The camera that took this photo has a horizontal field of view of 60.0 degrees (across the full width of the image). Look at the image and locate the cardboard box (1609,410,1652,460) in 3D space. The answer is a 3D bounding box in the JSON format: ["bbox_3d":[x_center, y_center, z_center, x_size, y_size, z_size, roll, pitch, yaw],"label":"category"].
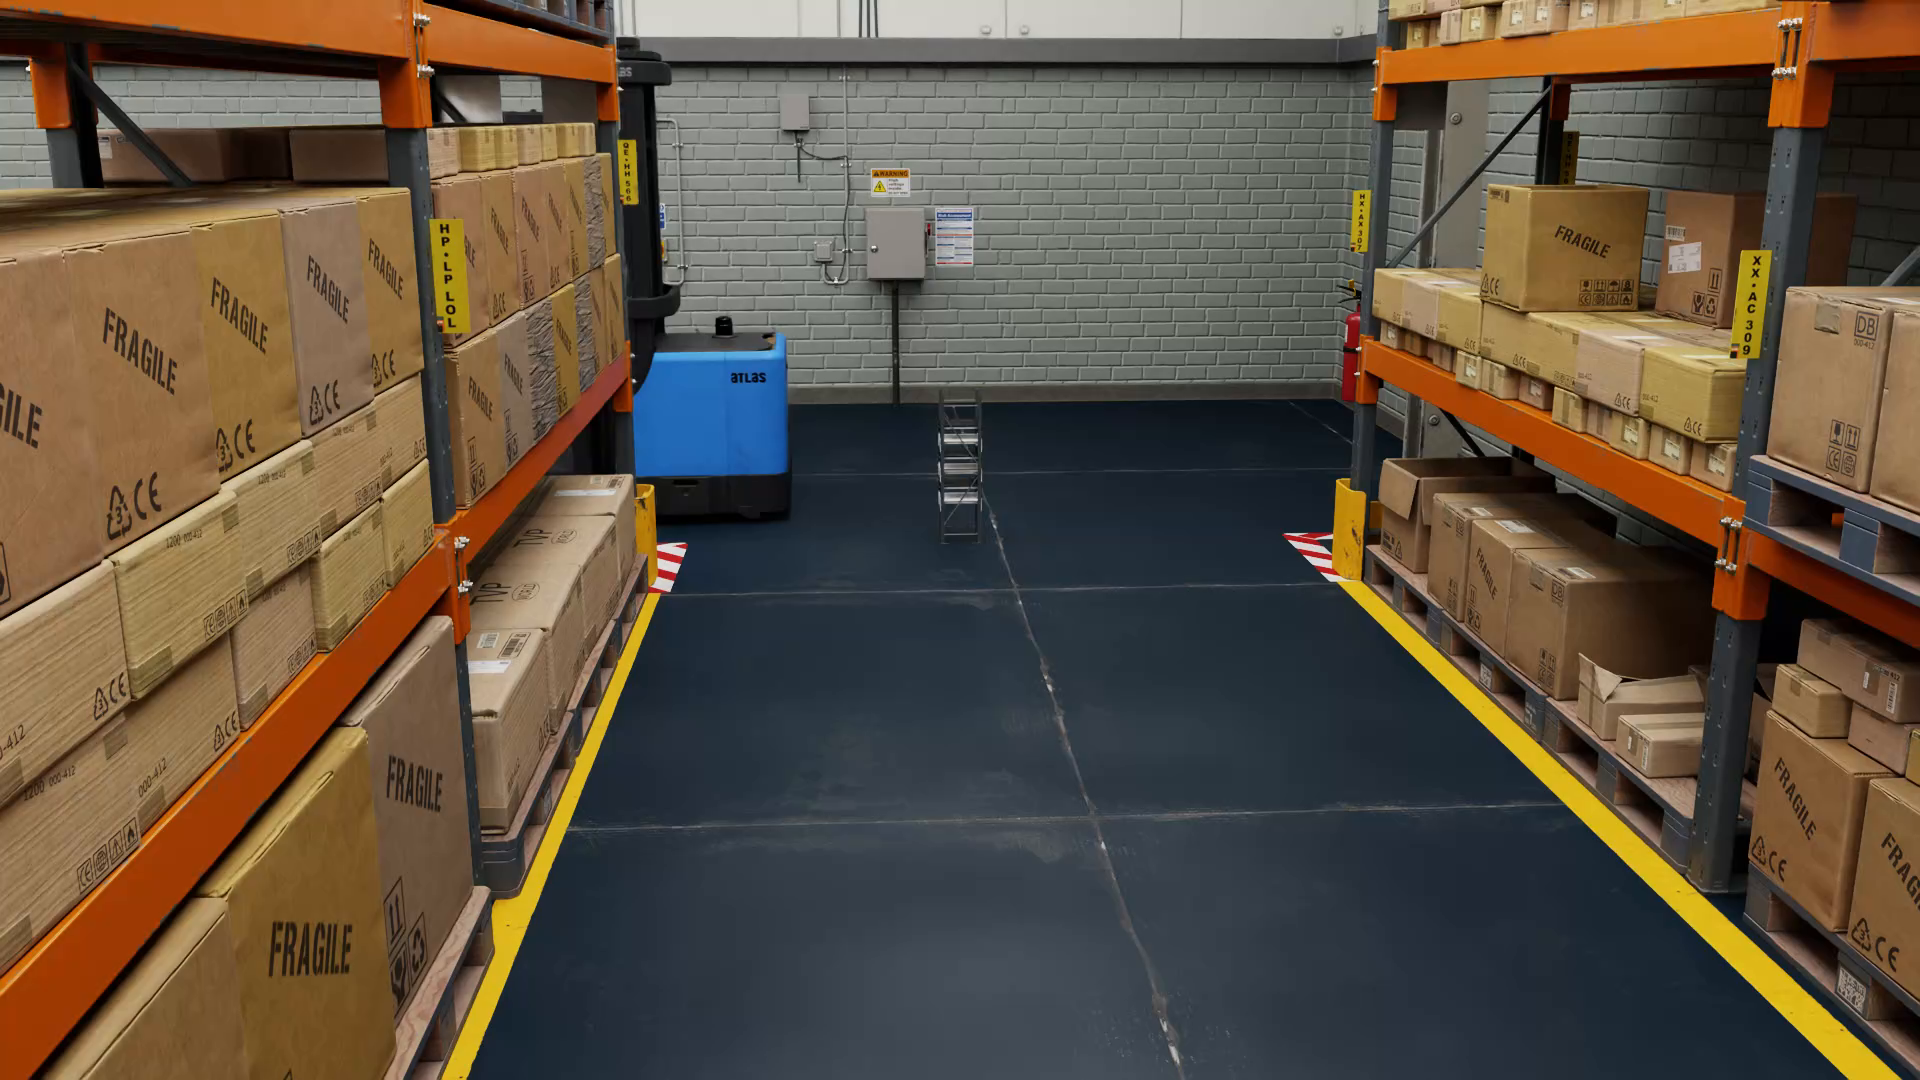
[{"bbox_3d":[2.590,-0.386,6.012,0.380,0.149,0.250,-1,14,-2],"label":"cardboard box"}]

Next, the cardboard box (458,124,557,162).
[{"bbox_3d":[-1.906,-1.665,6.969,0.380,0.149,0.250,-1,14,-2],"label":"cardboard box"}]

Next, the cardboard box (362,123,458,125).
[{"bbox_3d":[-2.527,-1.845,7.667,0.380,0.149,0.250,0,14,-2],"label":"cardboard box"}]

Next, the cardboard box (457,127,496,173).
[{"bbox_3d":[-1.819,-1.345,5.724,0.380,0.149,0.250,-1,14,-4],"label":"cardboard box"}]

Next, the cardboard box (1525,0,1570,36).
[{"bbox_3d":[2.498,-2.102,6.661,0.380,0.149,0.250,-1,14,-2],"label":"cardboard box"}]

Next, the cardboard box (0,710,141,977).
[{"bbox_3d":[-1.622,0.458,2.529,0.500,0.250,0.500,0,14,-2],"label":"cardboard box"}]

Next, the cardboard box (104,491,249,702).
[{"bbox_3d":[-1.619,0.090,2.954,0.500,0.250,0.500,-1,14,-2],"label":"cardboard box"}]

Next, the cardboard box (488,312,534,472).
[{"bbox_3d":[-1.809,-0.521,5.829,0.500,0.500,0.500,-1,14,-3],"label":"cardboard box"}]

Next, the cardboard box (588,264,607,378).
[{"bbox_3d":[-1.952,-1.029,7.803,0.500,0.500,0.500,-1,14,-5],"label":"cardboard box"}]

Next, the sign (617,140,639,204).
[{"bbox_3d":[-1.719,-1.901,8.598,0.100,0.325,0.005,-1,14,-3],"label":"sign"}]

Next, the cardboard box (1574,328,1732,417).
[{"bbox_3d":[2.619,-0.622,6.130,0.500,0.250,0.500,-1,14,-3],"label":"cardboard box"}]

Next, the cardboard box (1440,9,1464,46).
[{"bbox_3d":[2.434,-2.354,7.641,0.380,0.149,0.250,-1,14,-2],"label":"cardboard box"}]

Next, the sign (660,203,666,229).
[{"bbox_3d":[-2.687,-2.768,14.224,0.327,0.218,0.001,-1,14,-3],"label":"sign"}]

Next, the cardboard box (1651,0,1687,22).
[{"bbox_3d":[2.603,-1.848,5.672,0.380,0.149,0.250,0,14,-2],"label":"cardboard box"}]

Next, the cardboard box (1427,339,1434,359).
[{"bbox_3d":[2.551,-0.964,8.256,0.380,0.149,0.250,-1,14,-4],"label":"cardboard box"}]

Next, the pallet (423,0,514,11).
[{"bbox_3d":[-2.054,-1.840,5.315,1.003,0.211,1.213,-1,14,-3],"label":"pallet"}]

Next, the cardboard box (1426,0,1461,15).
[{"bbox_3d":[2.499,-2.582,7.726,0.500,0.250,0.500,-1,14,-2],"label":"cardboard box"}]

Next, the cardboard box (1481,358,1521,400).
[{"bbox_3d":[2.505,-0.705,7.249,0.380,0.149,0.250,-1,14,-2],"label":"cardboard box"}]

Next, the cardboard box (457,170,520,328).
[{"bbox_3d":[-1.827,-1.007,5.712,0.500,0.500,0.500,-1,14,-4],"label":"cardboard box"}]

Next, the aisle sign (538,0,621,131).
[{"bbox_3d":[-1.957,-2.503,8.517,0.394,0.787,0.004,-1,14,-3],"label":"aisle sign"}]

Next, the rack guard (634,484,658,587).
[{"bbox_3d":[-2.263,-0.016,9.087,1.175,0.500,0.348,-1,14,-3],"label":"rack guard"}]

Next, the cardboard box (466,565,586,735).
[{"bbox_3d":[-2.002,0.431,6.631,0.875,0.438,0.875,-1,14,-5],"label":"cardboard box"}]

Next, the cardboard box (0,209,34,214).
[{"bbox_3d":[-2.186,-0.394,3.331,0.500,0.500,0.500,-1,14,-5],"label":"cardboard box"}]

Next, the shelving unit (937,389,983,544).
[{"bbox_3d":[-0.001,-0.438,9.922,0.258,0.900,0.210,-1,14,-3],"label":"shelving unit"}]

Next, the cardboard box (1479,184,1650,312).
[{"bbox_3d":[2.544,-1.243,7.037,0.500,0.500,0.500,-1,14,-2],"label":"cardboard box"}]

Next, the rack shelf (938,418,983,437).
[{"bbox_3d":[-0.001,-0.667,9.863,0.258,0.077,0.200,-1,14,-3],"label":"rack shelf"}]

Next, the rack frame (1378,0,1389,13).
[{"bbox_3d":[2.692,-4.204,8.306,1.000,3.000,0.127,-1,14,-3],"label":"rack frame"}]

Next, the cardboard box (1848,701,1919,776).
[{"bbox_3d":[2.791,0.550,4.740,0.380,0.149,0.250,-1,14,-5],"label":"cardboard box"}]

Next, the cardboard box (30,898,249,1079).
[{"bbox_3d":[-1.777,1.199,2.767,0.875,0.875,0.875,-1,14,-3],"label":"cardboard box"}]

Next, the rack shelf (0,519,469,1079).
[{"bbox_3d":[-1.890,0.620,3.042,1.077,0.370,4.000,-1,14,-3],"label":"rack shelf"}]

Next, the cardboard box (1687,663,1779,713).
[{"bbox_3d":[3.108,0.598,6.562,0.380,0.149,0.250,-1,14,-4],"label":"cardboard box"}]

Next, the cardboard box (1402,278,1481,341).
[{"bbox_3d":[2.483,-1.128,8.093,0.500,0.250,0.500,-1,14,-3],"label":"cardboard box"}]

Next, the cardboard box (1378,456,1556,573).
[{"bbox_3d":[2.635,-0.139,8.716,0.797,0.503,0.637,-1,15,-6],"label":"cardboard box"}]

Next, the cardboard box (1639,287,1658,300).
[{"bbox_3d":[3.042,-1.008,7.629,0.500,0.250,0.500,0,14,-2],"label":"cardboard box"}]

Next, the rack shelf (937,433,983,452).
[{"bbox_3d":[-0.001,-0.580,9.886,0.258,0.077,0.200,-1,14,-3],"label":"rack shelf"}]

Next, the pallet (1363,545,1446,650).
[{"bbox_3d":[2.747,0.269,8.557,1.003,0.211,1.213,-1,14,-3],"label":"pallet"}]

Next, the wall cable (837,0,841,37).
[{"bbox_3d":[-2.145,-5.548,13.529,2.355,3.000,0.029,-1,14,-3],"label":"wall cable"}]

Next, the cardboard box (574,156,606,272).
[{"bbox_3d":[-1.933,-1.508,7.660,0.500,0.500,0.500,-1,14,-3],"label":"cardboard box"}]

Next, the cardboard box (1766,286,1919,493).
[{"bbox_3d":[2.747,-0.432,4.642,0.700,0.500,0.500,-1,14,-2],"label":"cardboard box"}]

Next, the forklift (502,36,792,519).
[{"bbox_3d":[-2.621,-1.626,10.464,3.031,2.935,1.130,-1,14,-5],"label":"forklift"}]

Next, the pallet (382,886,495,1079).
[{"bbox_3d":[-1.891,1.315,4.492,1.003,0.211,1.213,-1,14,-3],"label":"pallet"}]

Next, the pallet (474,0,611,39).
[{"bbox_3d":[-2.206,-2.446,7.673,1.003,0.211,1.213,-1,14,-3],"label":"pallet"}]

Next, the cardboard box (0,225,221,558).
[{"bbox_3d":[-1.638,-0.268,2.842,0.500,0.500,0.500,-1,14,-3],"label":"cardboard box"}]

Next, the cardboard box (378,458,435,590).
[{"bbox_3d":[-1.735,-0.046,4.486,0.500,0.250,0.500,-1,14,-5],"label":"cardboard box"}]

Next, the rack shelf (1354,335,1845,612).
[{"bbox_3d":[2.816,-0.453,7.210,1.077,0.370,4.000,-1,14,-3],"label":"rack shelf"}]
